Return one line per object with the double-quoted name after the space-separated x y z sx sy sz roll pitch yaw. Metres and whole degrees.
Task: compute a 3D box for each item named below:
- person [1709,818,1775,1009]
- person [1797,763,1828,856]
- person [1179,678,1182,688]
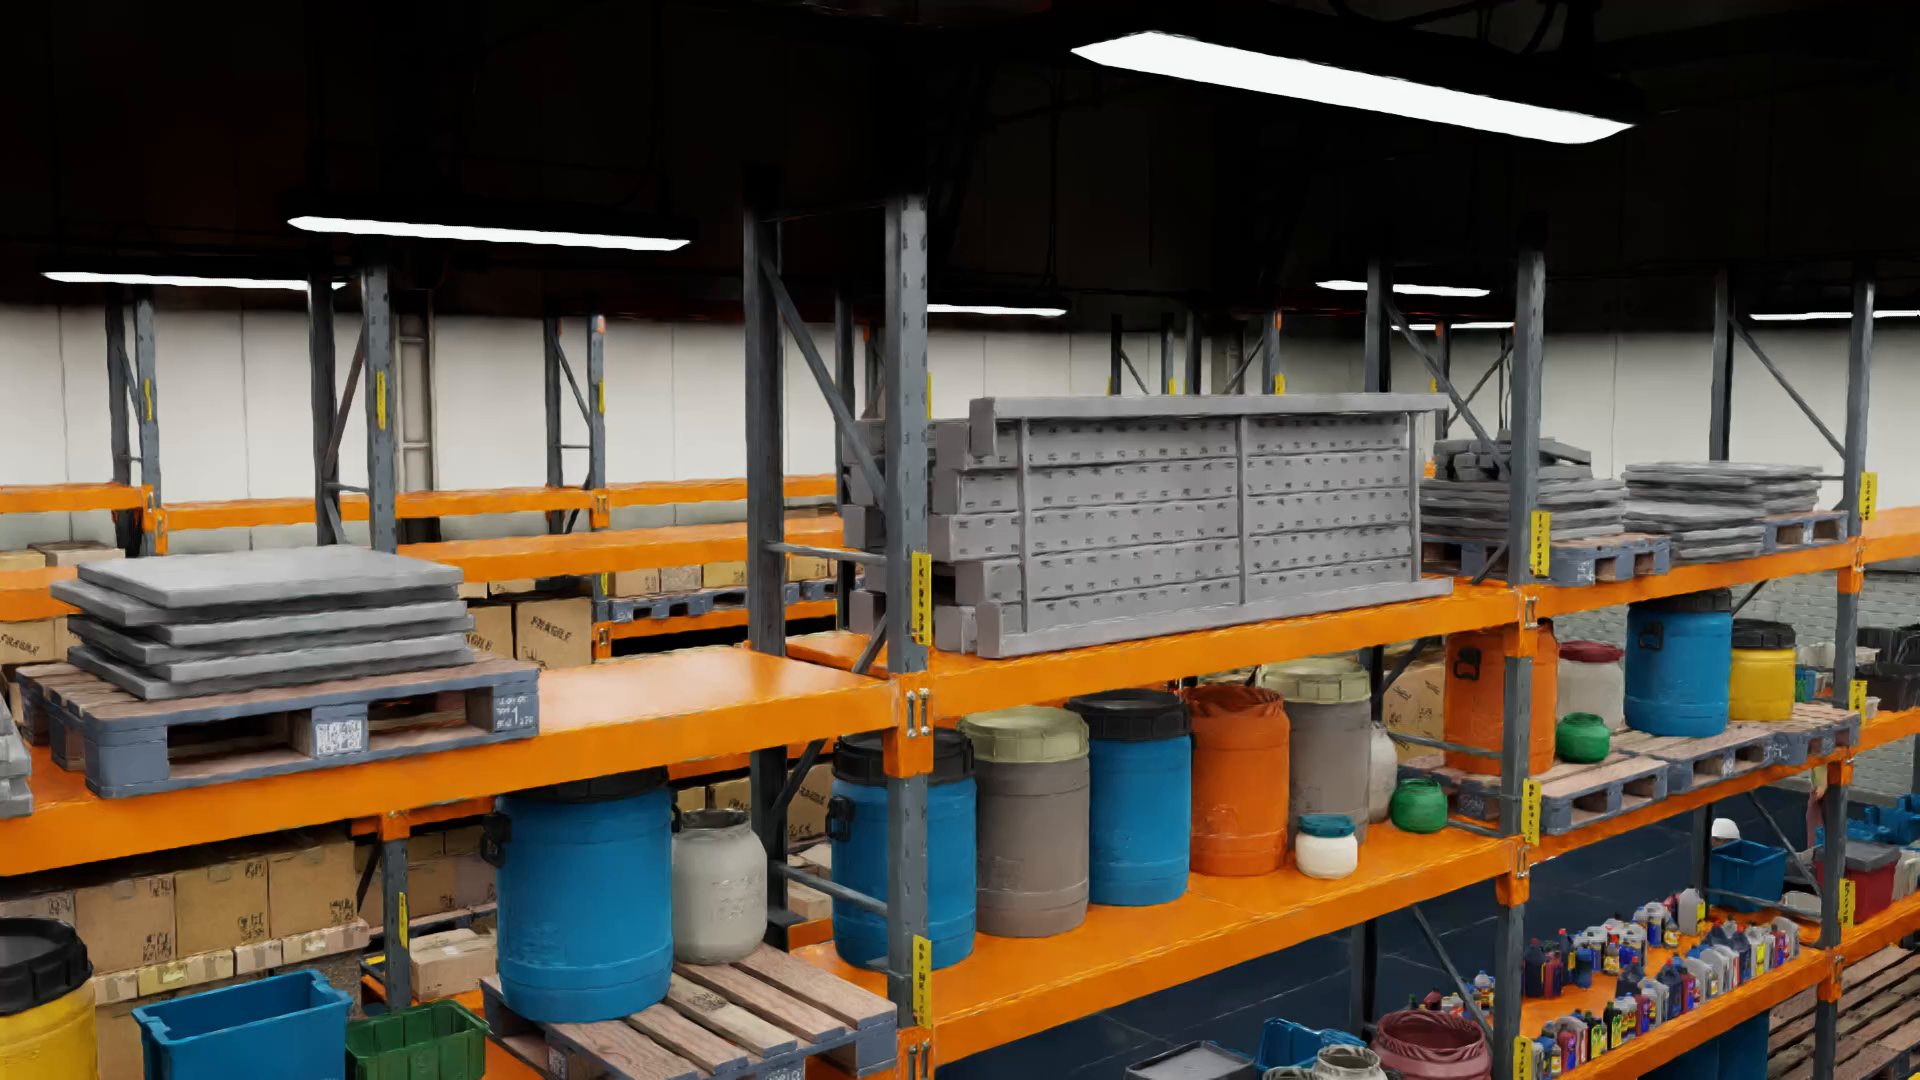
6.016 3.046 13.136 0.961 1.732 0.581 -2 6 -16 "person"
9.274 2.641 17.715 0.613 1.660 0.500 2 6 16 "person"
2.860 2.072 22.909 0.647 1.783 0.488 0 6 -2 "person"
